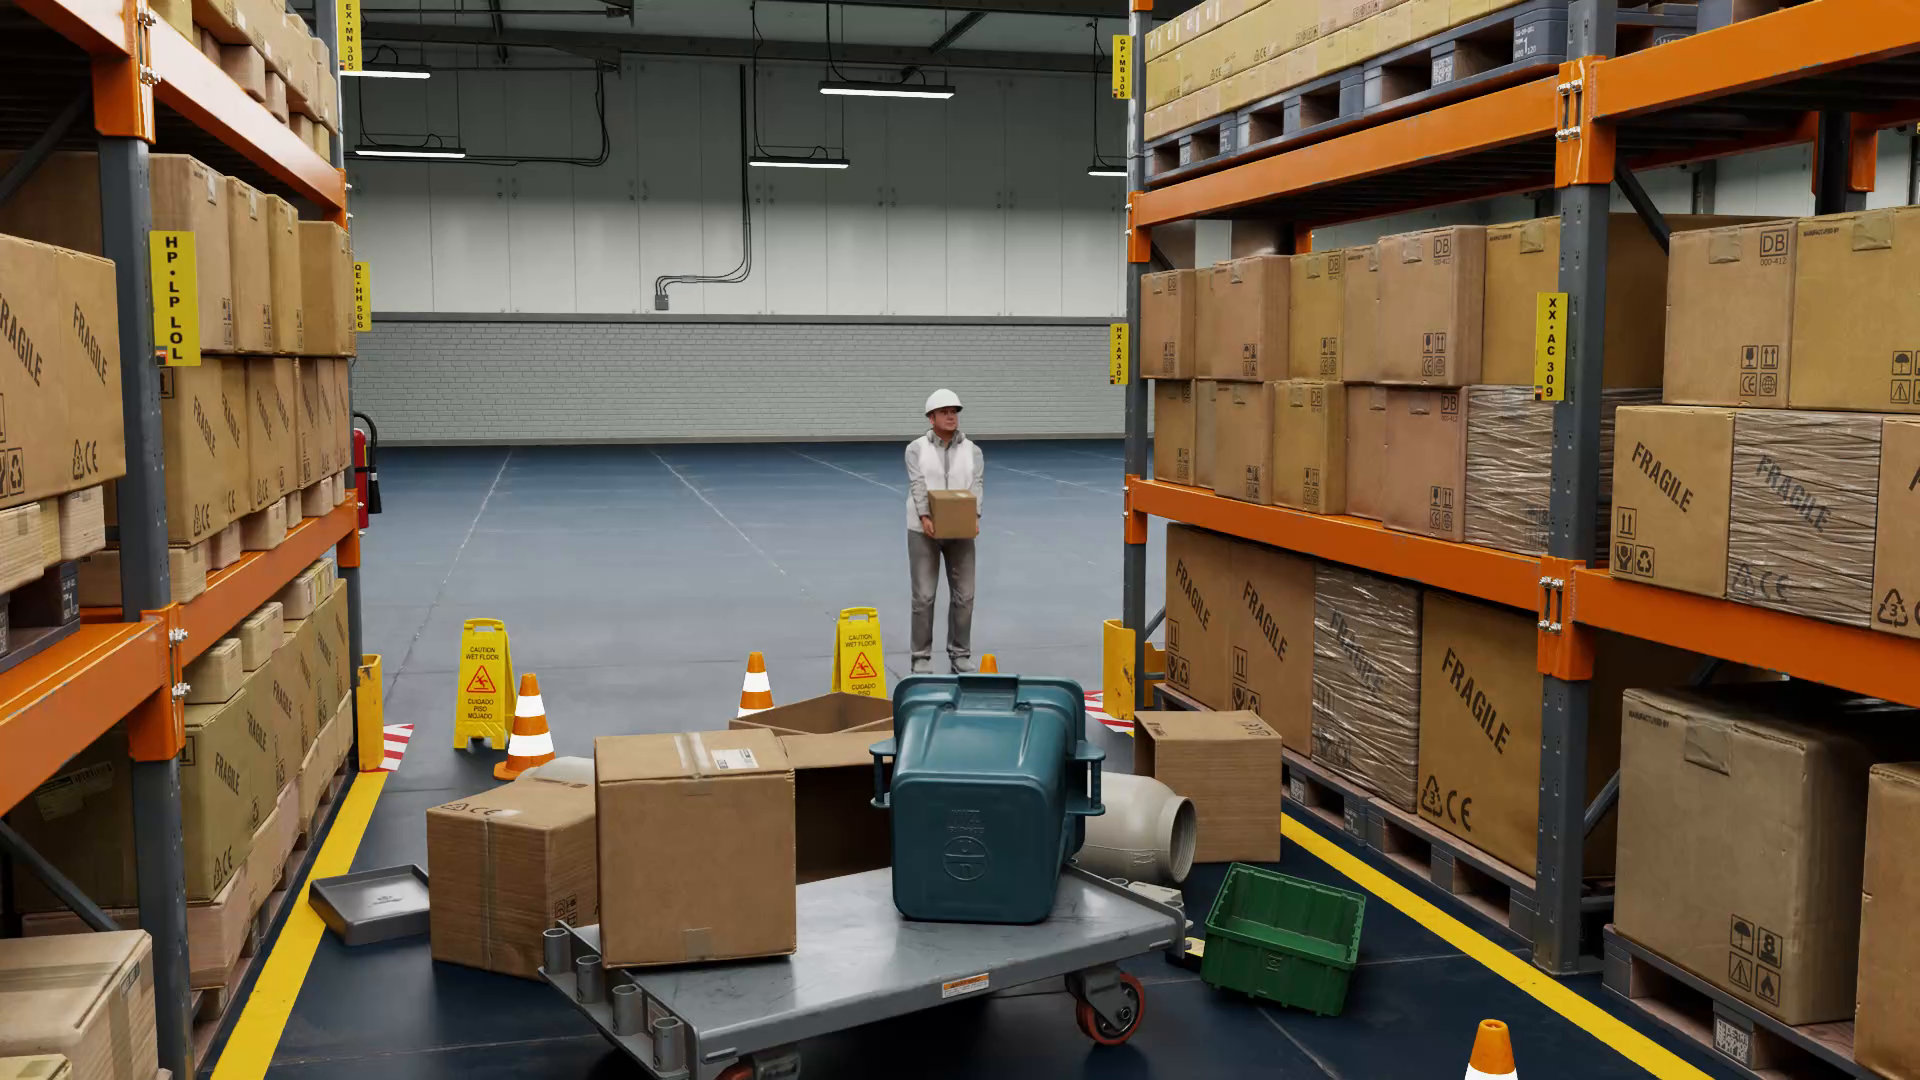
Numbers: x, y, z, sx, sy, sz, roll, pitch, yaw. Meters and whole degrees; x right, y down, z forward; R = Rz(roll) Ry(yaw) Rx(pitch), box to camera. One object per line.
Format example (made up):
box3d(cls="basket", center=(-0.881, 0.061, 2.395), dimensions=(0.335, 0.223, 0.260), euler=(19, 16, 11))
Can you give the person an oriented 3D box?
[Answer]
box3d(cls="person", center=(-0.073, -0.041, 10.241), dimensions=(0.494, 1.764, 0.548), euler=(-1, 6, -13))
